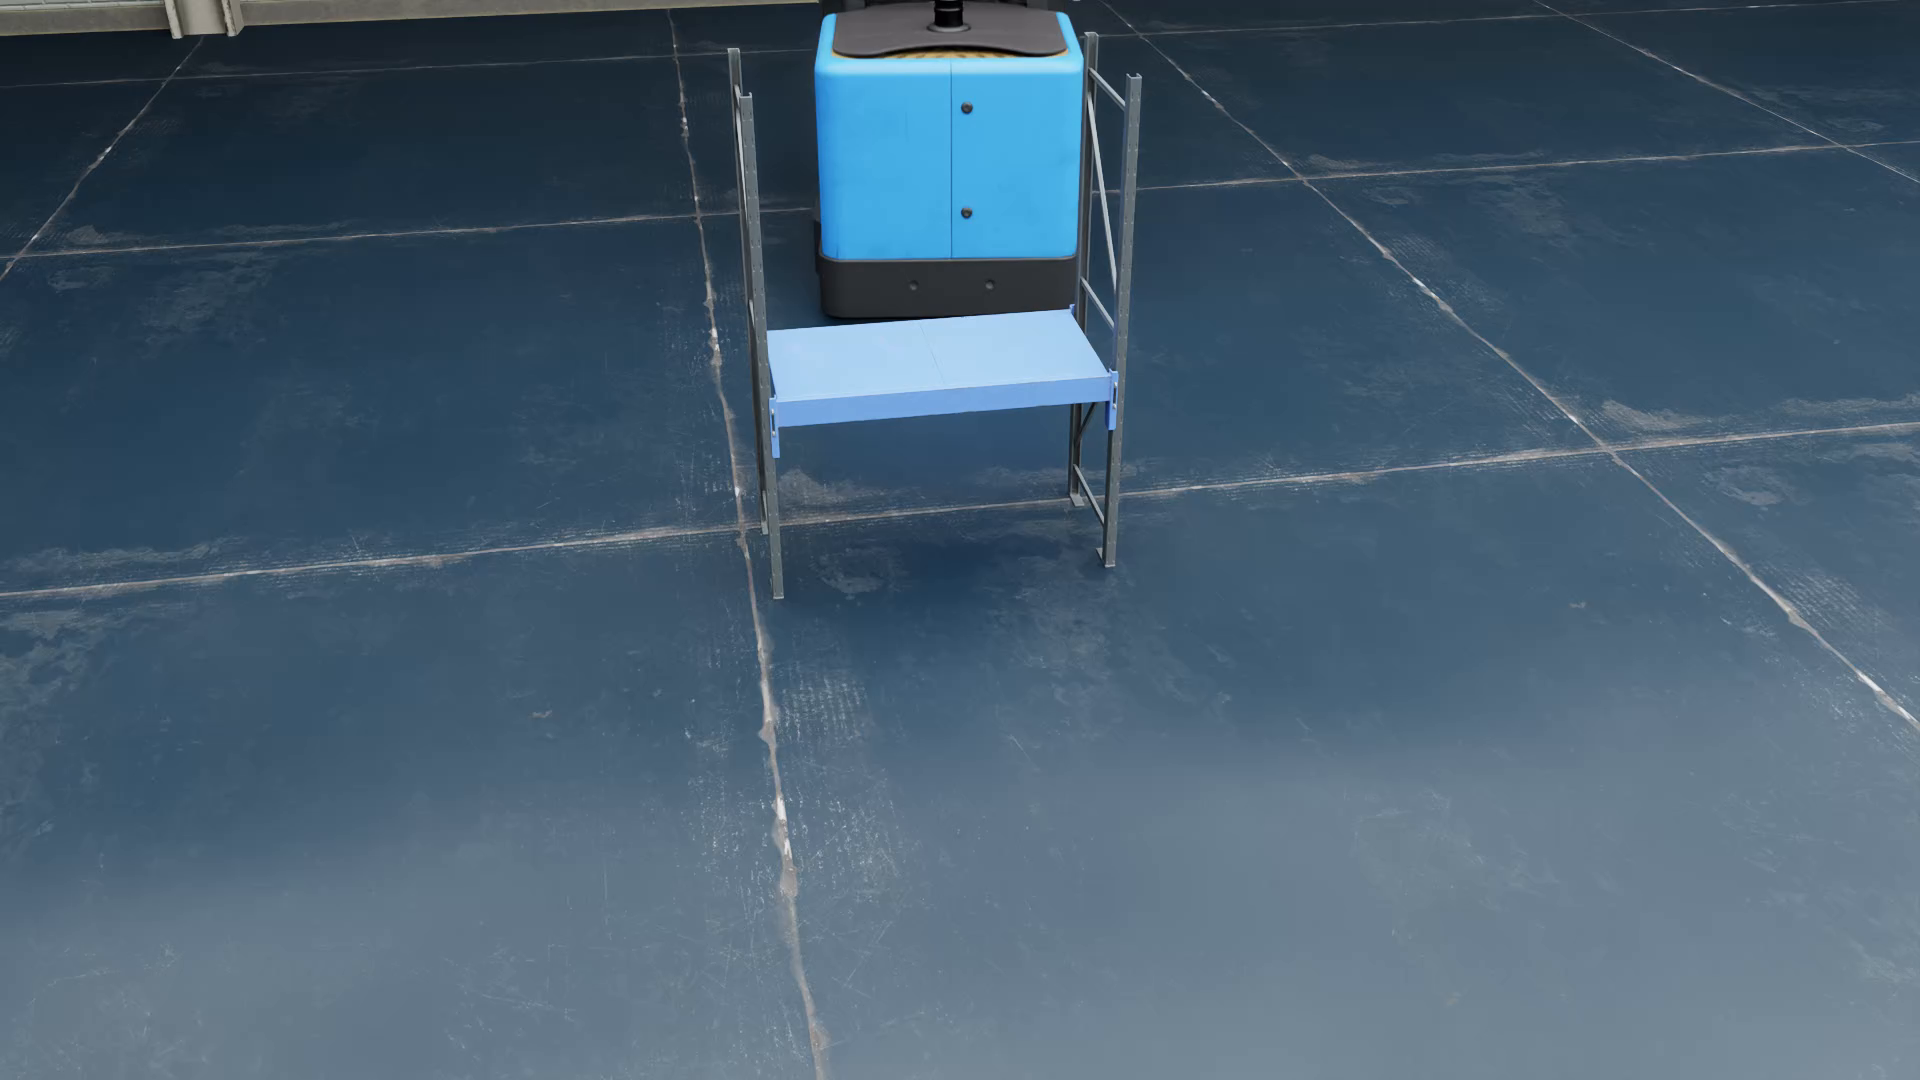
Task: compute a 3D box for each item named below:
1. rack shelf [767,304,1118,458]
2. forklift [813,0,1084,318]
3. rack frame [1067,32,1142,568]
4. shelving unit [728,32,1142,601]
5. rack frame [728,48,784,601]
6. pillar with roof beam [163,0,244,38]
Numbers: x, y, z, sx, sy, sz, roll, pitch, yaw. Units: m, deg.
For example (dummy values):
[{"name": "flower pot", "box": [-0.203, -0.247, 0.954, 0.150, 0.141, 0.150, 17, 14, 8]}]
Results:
[{"name": "rack shelf", "box": [-0.084, -0.484, 4.948, 1.000, 0.185, 0.538, -5, 31, -9]}, {"name": "forklift", "box": [-0.079, -2.858, 7.219, 1.130, 2.935, 3.031, -1, 30, -2]}, {"name": "rack frame", "box": [0.416, -0.685, 4.936, 0.032, 1.500, 0.500, -5, 31, -9]}, {"name": "shelving unit", "box": [-0.084, -0.639, 4.857, 1.048, 1.500, 0.538, -5, 31, -9]}, {"name": "rack frame", "box": [-0.584, -0.592, 4.778, 0.032, 1.500, 0.500, -5, 31, -9]}, {"name": "pillar with roof beam", "box": [-4.165, -5.078, 5.008, 0.400, 9.000, 9.100, -5, 31, -9]}]
